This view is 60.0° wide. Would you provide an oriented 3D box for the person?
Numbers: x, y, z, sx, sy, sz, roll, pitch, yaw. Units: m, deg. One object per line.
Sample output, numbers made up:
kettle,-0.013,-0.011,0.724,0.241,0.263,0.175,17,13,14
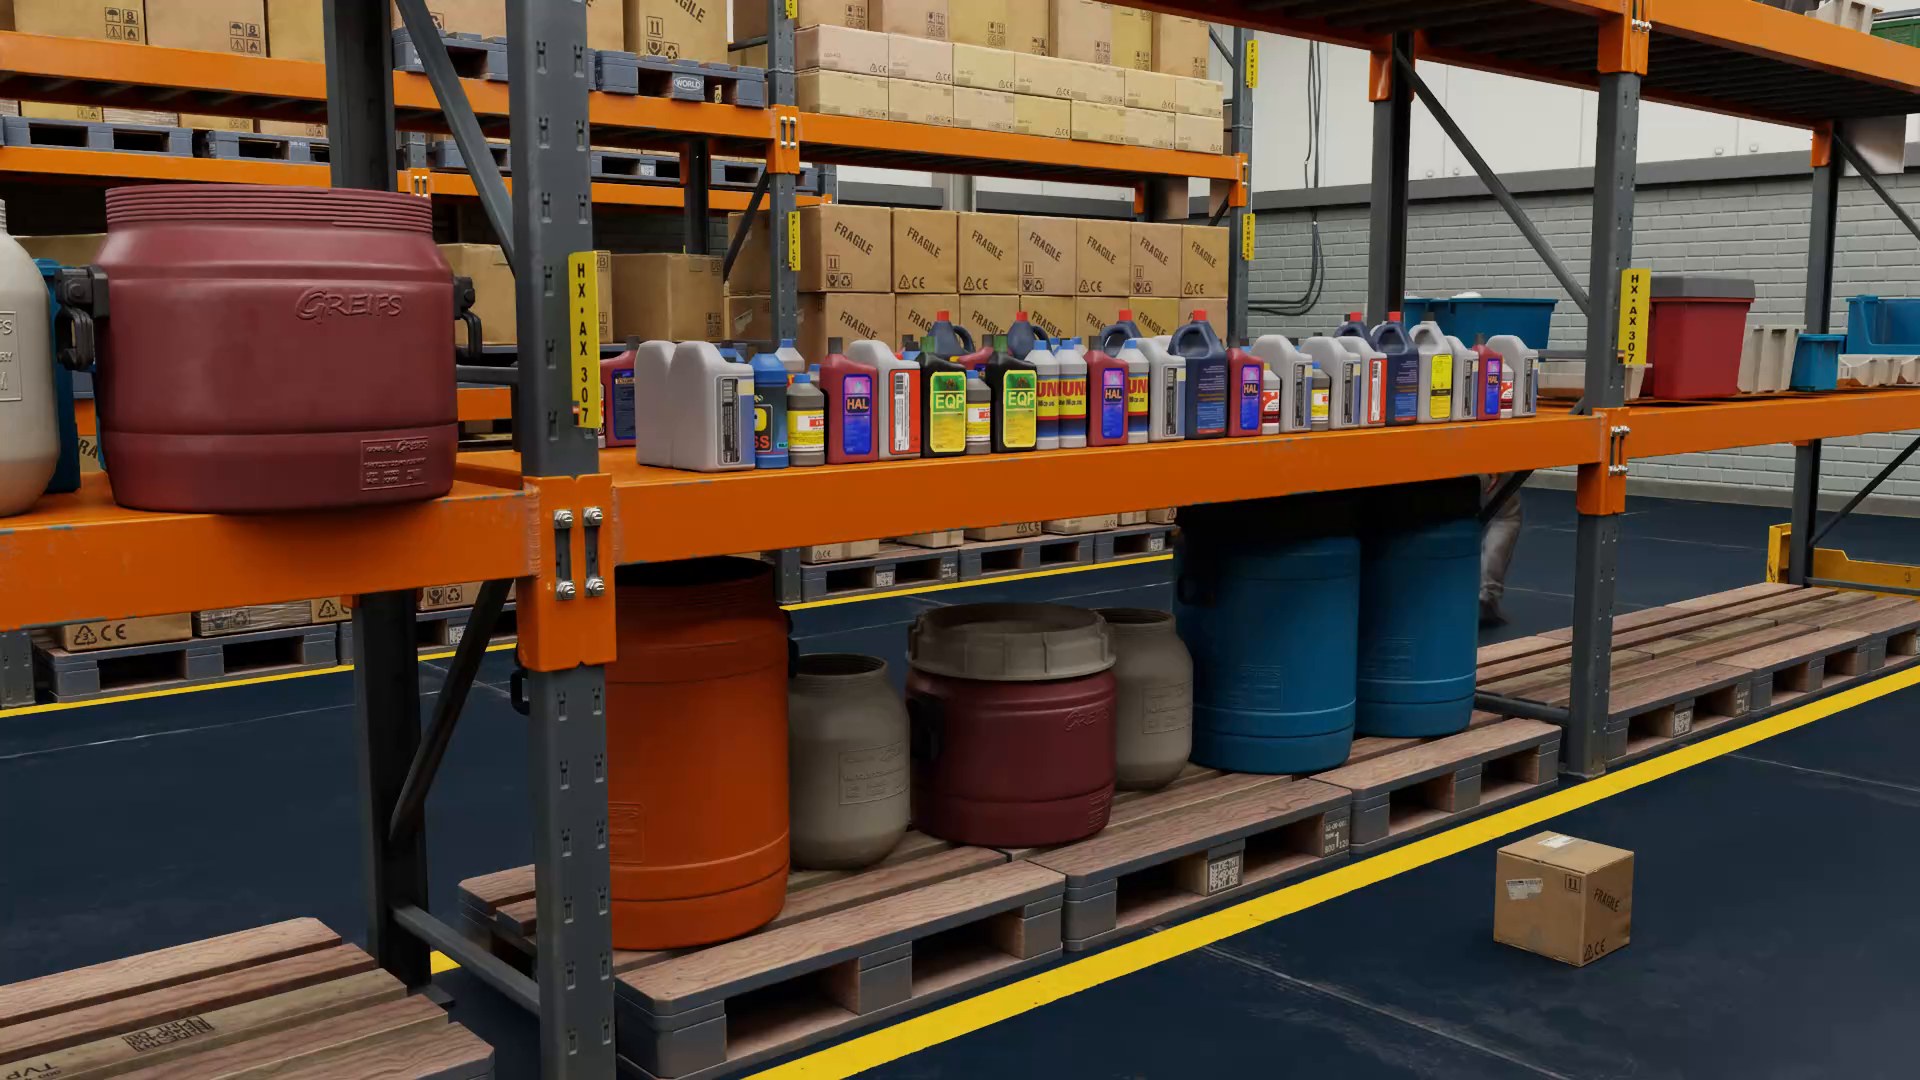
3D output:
person,2.779,-0.431,9.017,0.481,1.812,0.566,-7,10,-43
